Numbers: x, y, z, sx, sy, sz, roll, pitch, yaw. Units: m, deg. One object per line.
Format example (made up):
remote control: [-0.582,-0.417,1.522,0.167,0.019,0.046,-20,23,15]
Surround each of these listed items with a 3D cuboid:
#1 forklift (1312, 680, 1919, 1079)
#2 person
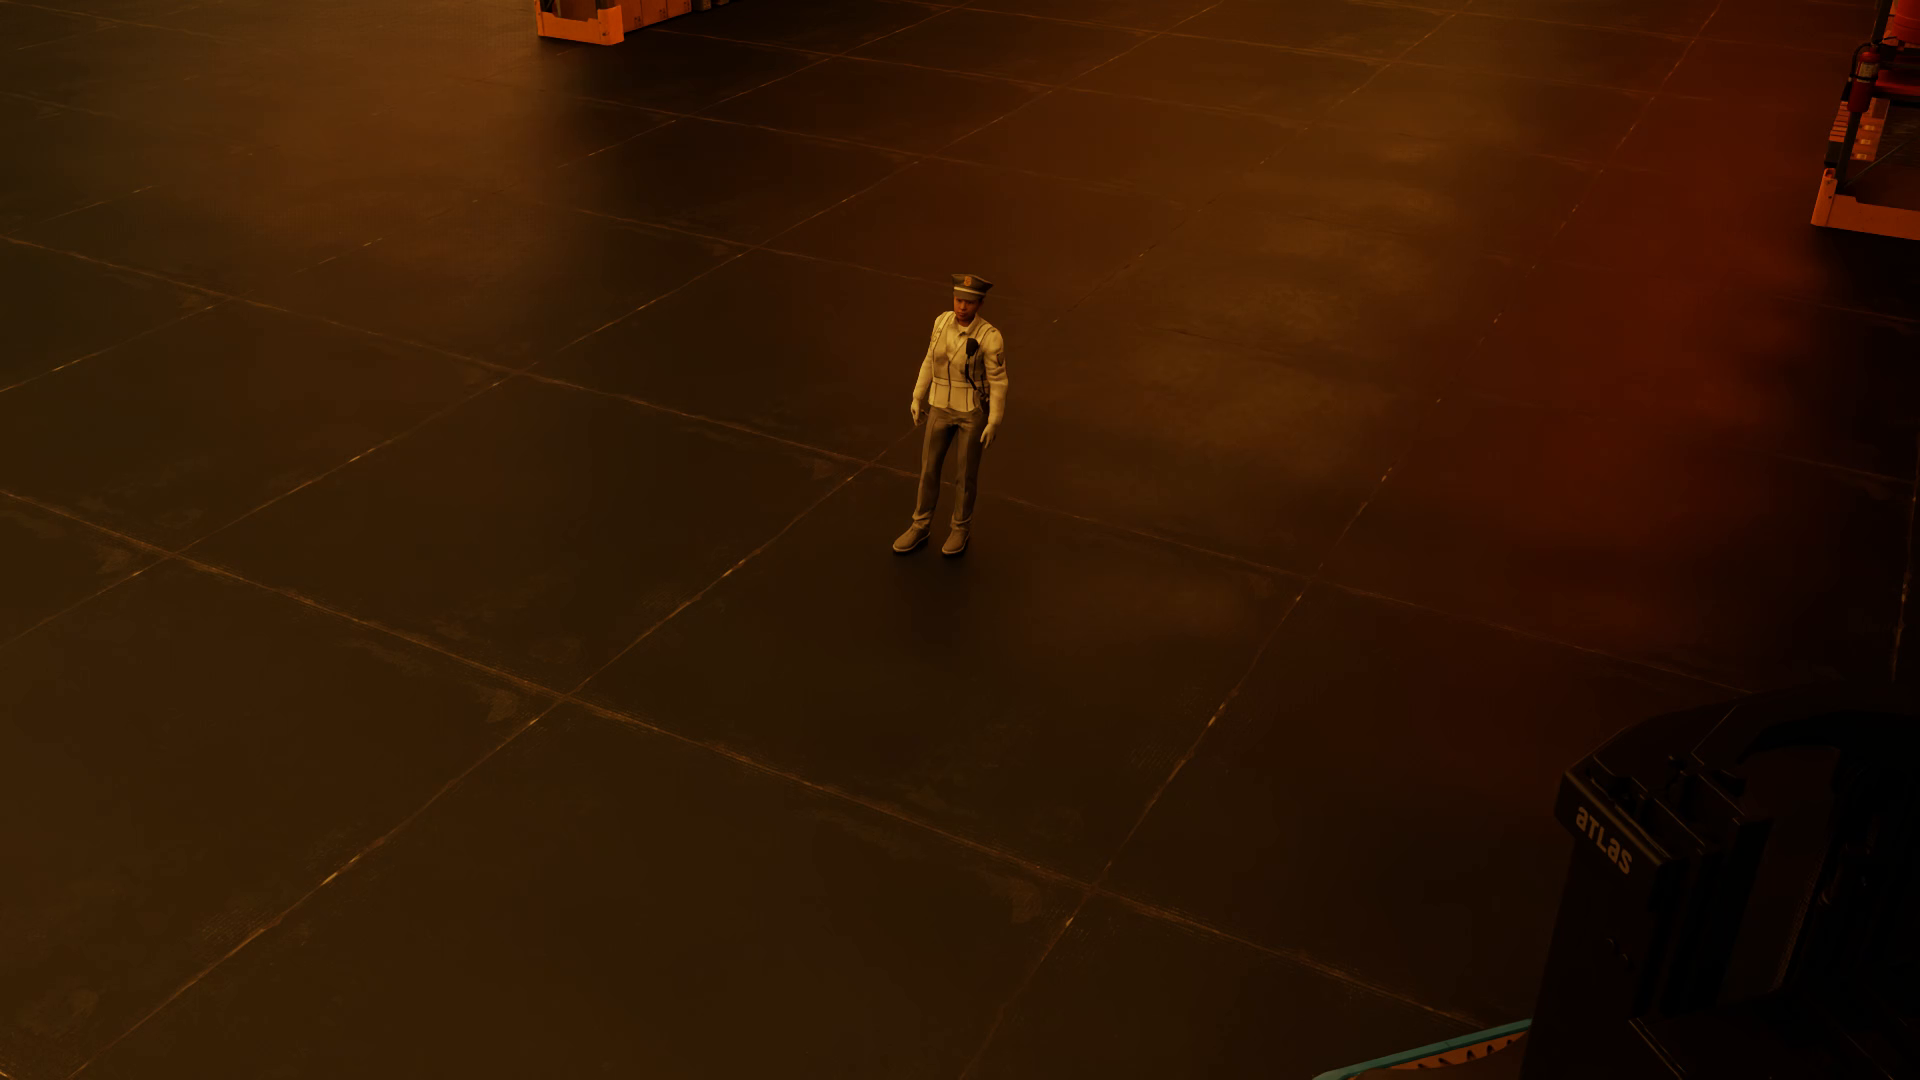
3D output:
forklift: [1.954,1.918,3.748,1.130,2.935,3.031,-9,31,-15]
person: [-0.040,-0.712,9.526,0.586,1.694,0.530,15,33,25]
